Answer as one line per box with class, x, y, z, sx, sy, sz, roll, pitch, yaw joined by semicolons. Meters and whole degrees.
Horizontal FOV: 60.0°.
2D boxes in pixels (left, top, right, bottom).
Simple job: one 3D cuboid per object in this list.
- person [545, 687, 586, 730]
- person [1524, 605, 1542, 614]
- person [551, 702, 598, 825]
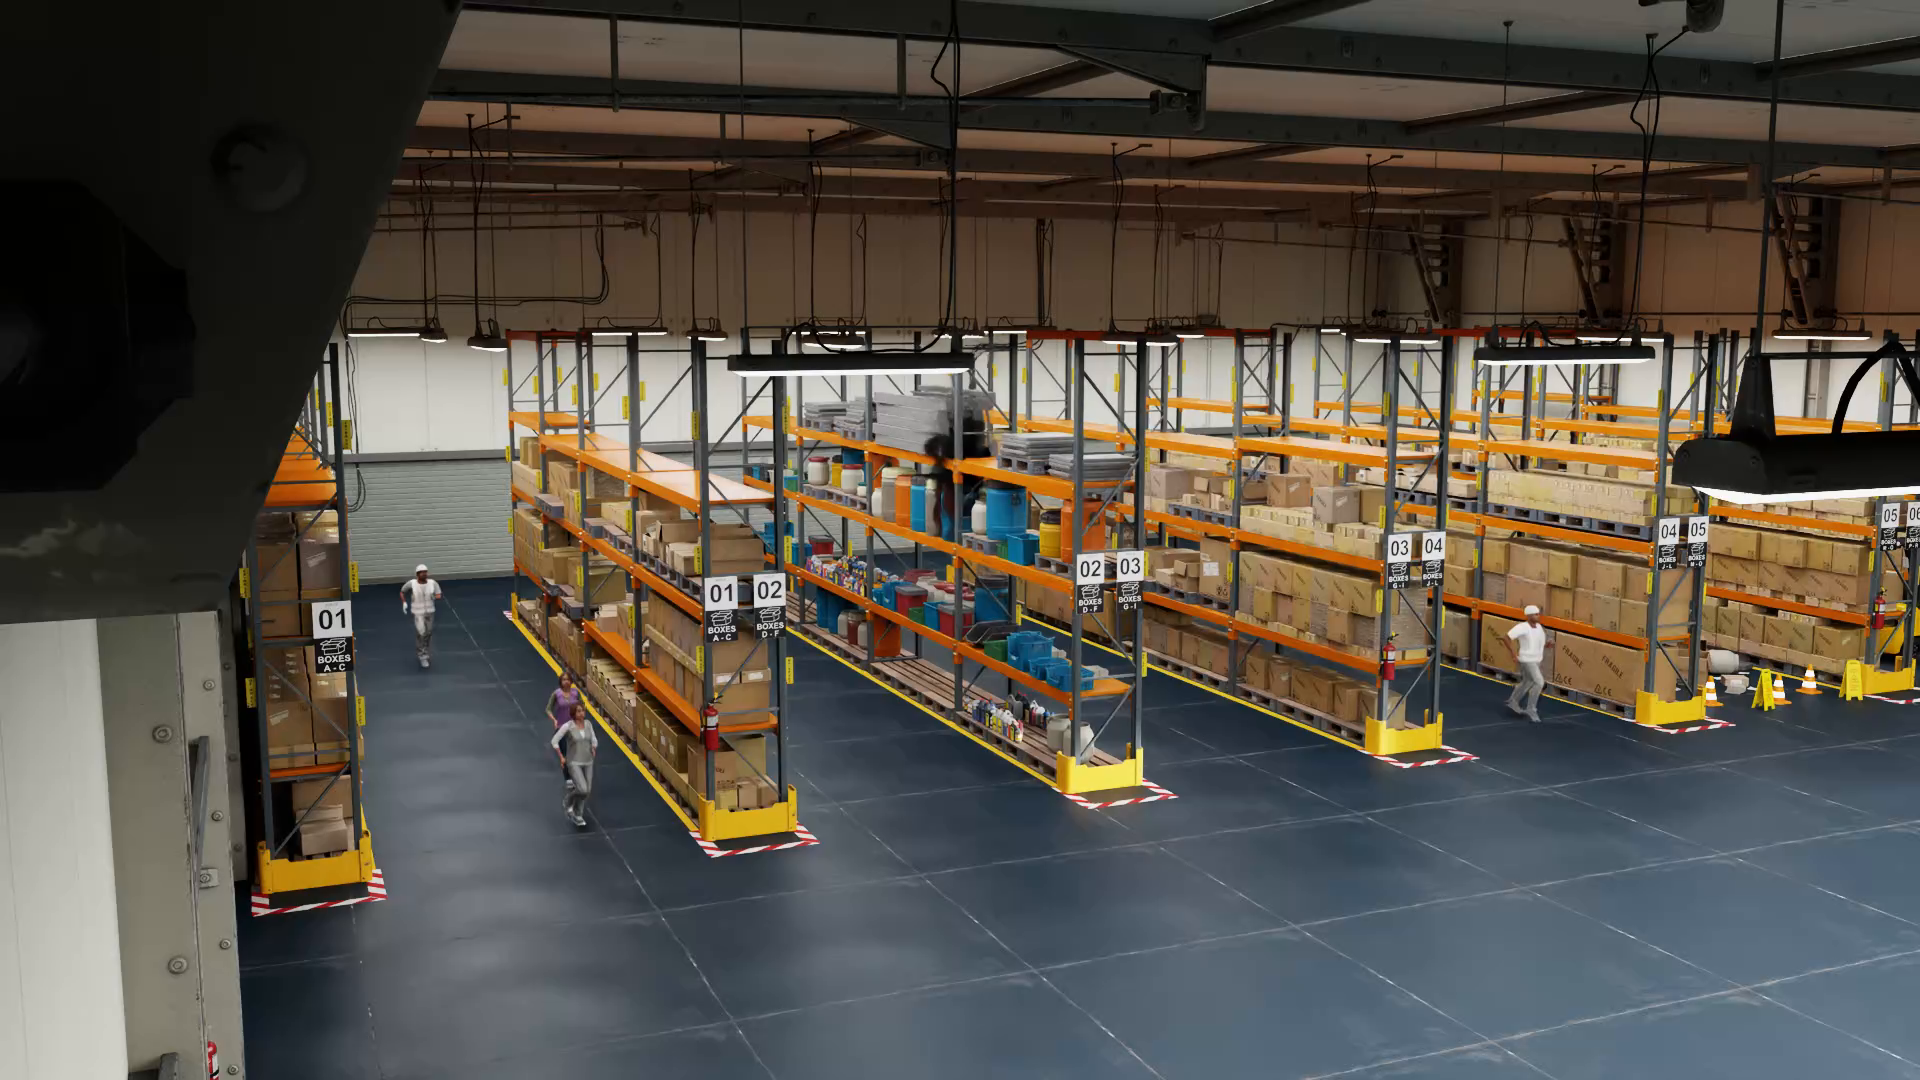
person;-5.284;2.275;22.309;0.535;0.582;0.292;-3;8;-21
person;8.946;1.097;25.941;0.211;0.157;0.288;-7;10;-42
person;-4.686;2.778;20.518;0.532;1.560;0.541;-7;10;-42
